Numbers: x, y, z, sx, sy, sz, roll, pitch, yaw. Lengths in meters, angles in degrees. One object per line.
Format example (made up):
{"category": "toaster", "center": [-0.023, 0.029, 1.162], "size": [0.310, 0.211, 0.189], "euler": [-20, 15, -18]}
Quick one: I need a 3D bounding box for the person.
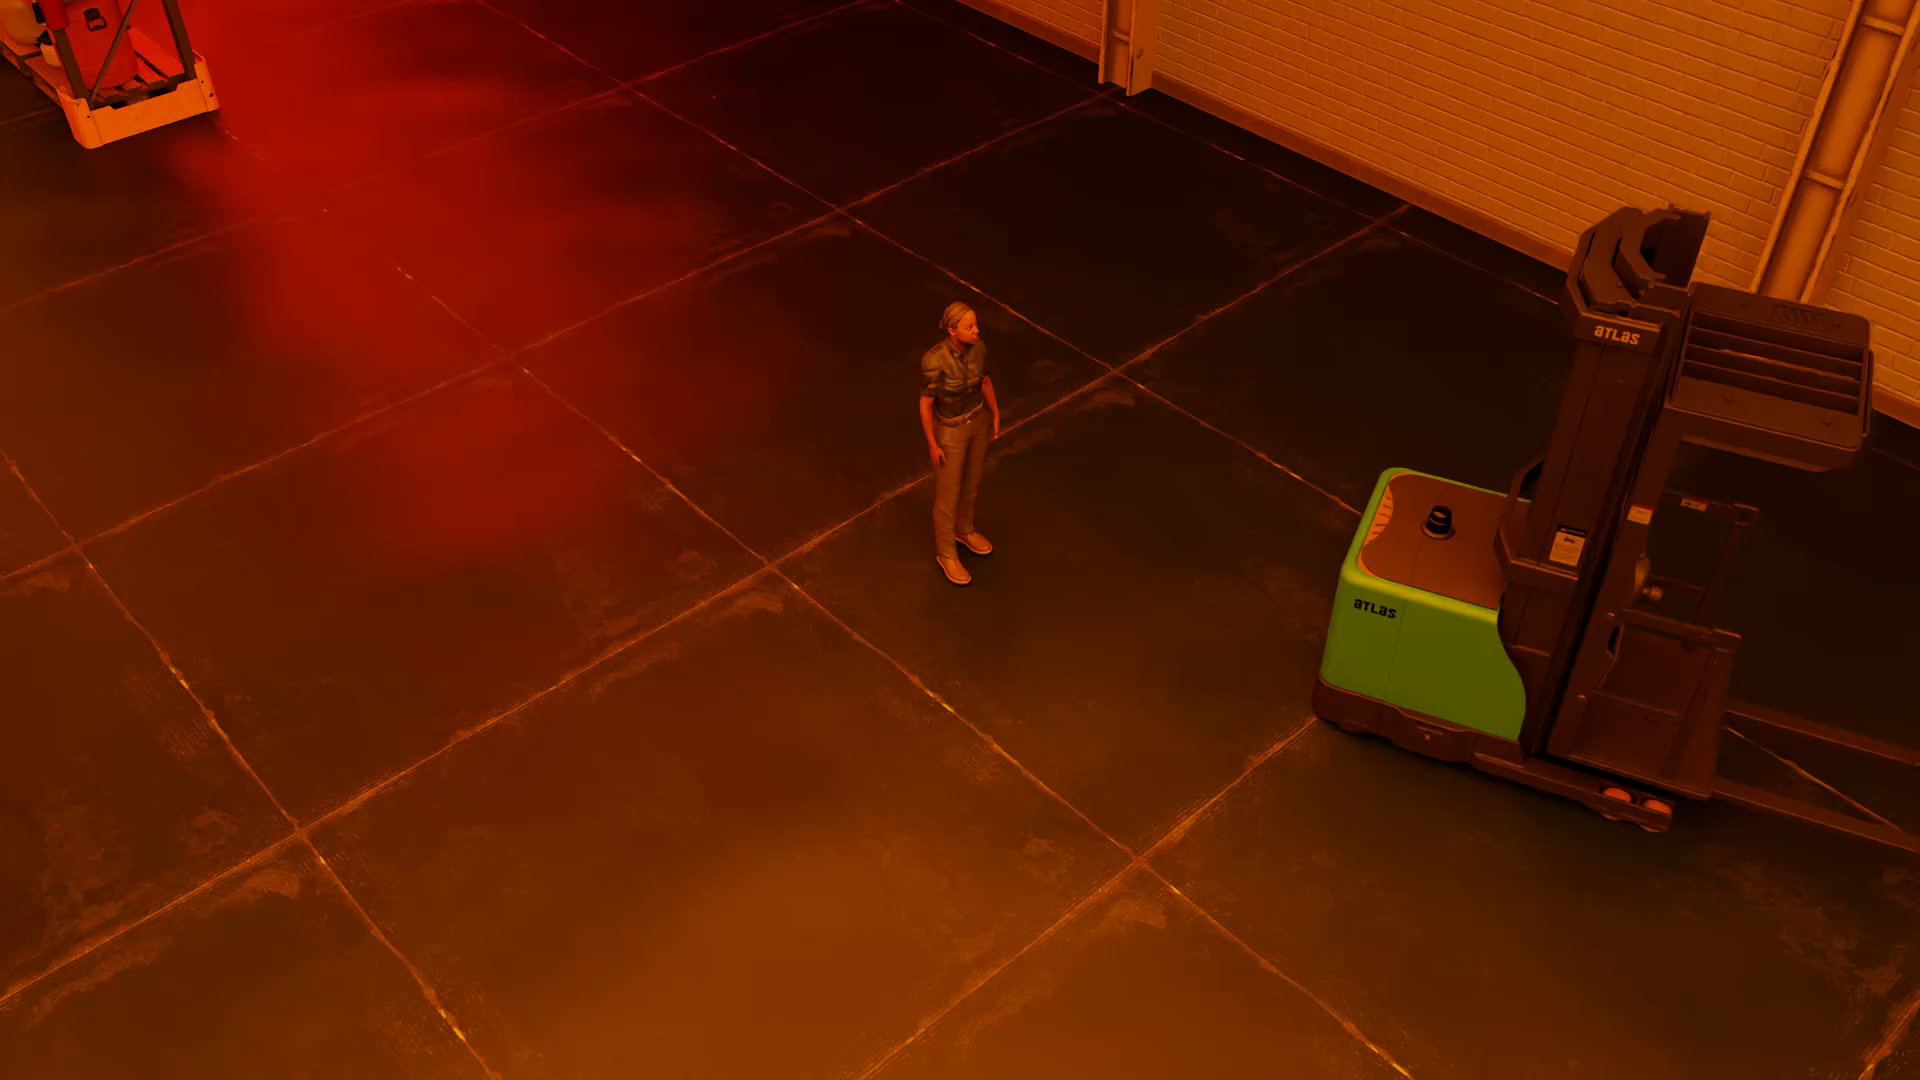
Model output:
{"category": "person", "center": [0.045, -0.581, 9.548], "size": [0.570, 1.656, 0.503], "euler": [-31, 50, -31]}

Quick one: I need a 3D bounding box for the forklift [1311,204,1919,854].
{"category": "forklift", "center": [3.465, -0.027, 7.940], "size": [3.031, 2.935, 1.130], "euler": [16, 43, 18]}
